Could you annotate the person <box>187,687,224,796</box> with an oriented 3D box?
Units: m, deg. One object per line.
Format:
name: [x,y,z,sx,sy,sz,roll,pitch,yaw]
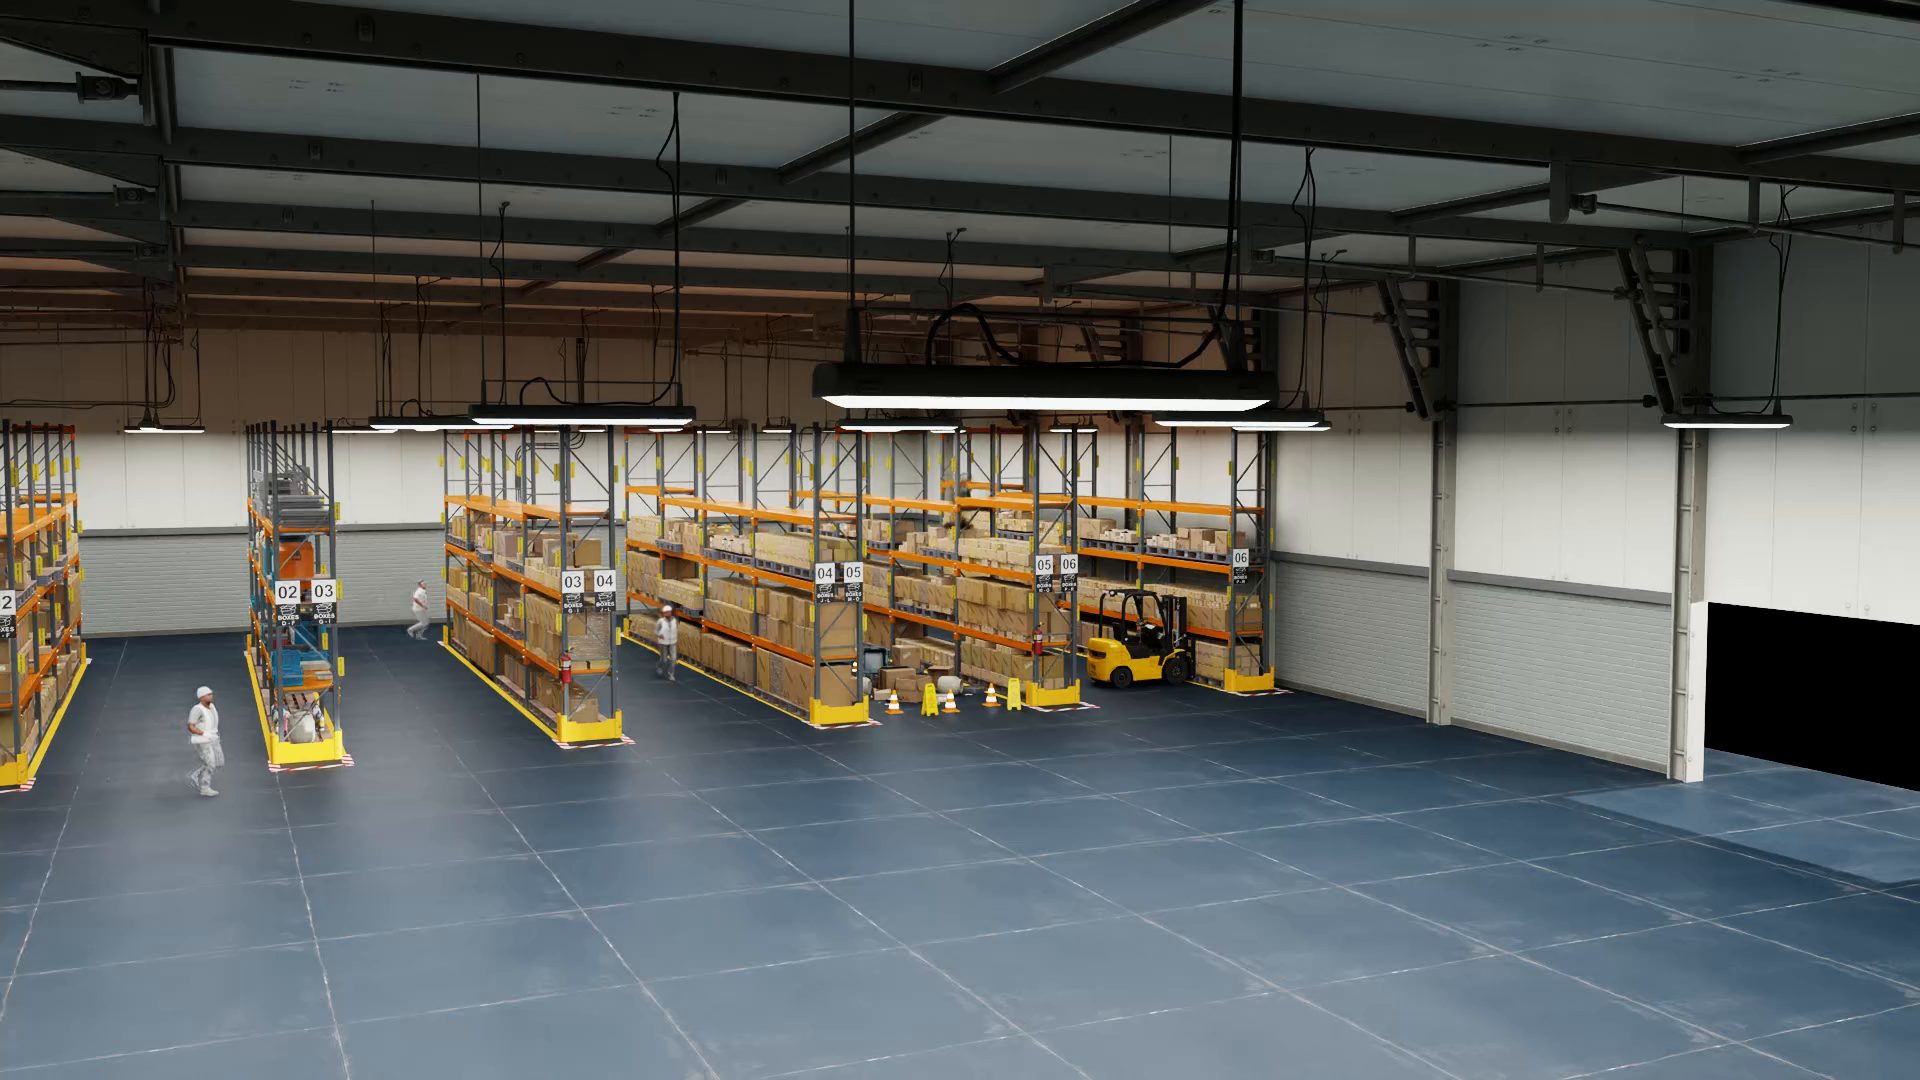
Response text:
person: [-12.017,3.196,26.421,0.598,1.741,0.677,0,4,4]

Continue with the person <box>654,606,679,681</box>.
person: [-6.888,2.407,39.065,0.650,1.754,0.876,-2,4,-29]

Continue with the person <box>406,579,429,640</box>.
person: [-15.237,1.962,46.691,0.650,1.736,0.657,-2,4,-28]
